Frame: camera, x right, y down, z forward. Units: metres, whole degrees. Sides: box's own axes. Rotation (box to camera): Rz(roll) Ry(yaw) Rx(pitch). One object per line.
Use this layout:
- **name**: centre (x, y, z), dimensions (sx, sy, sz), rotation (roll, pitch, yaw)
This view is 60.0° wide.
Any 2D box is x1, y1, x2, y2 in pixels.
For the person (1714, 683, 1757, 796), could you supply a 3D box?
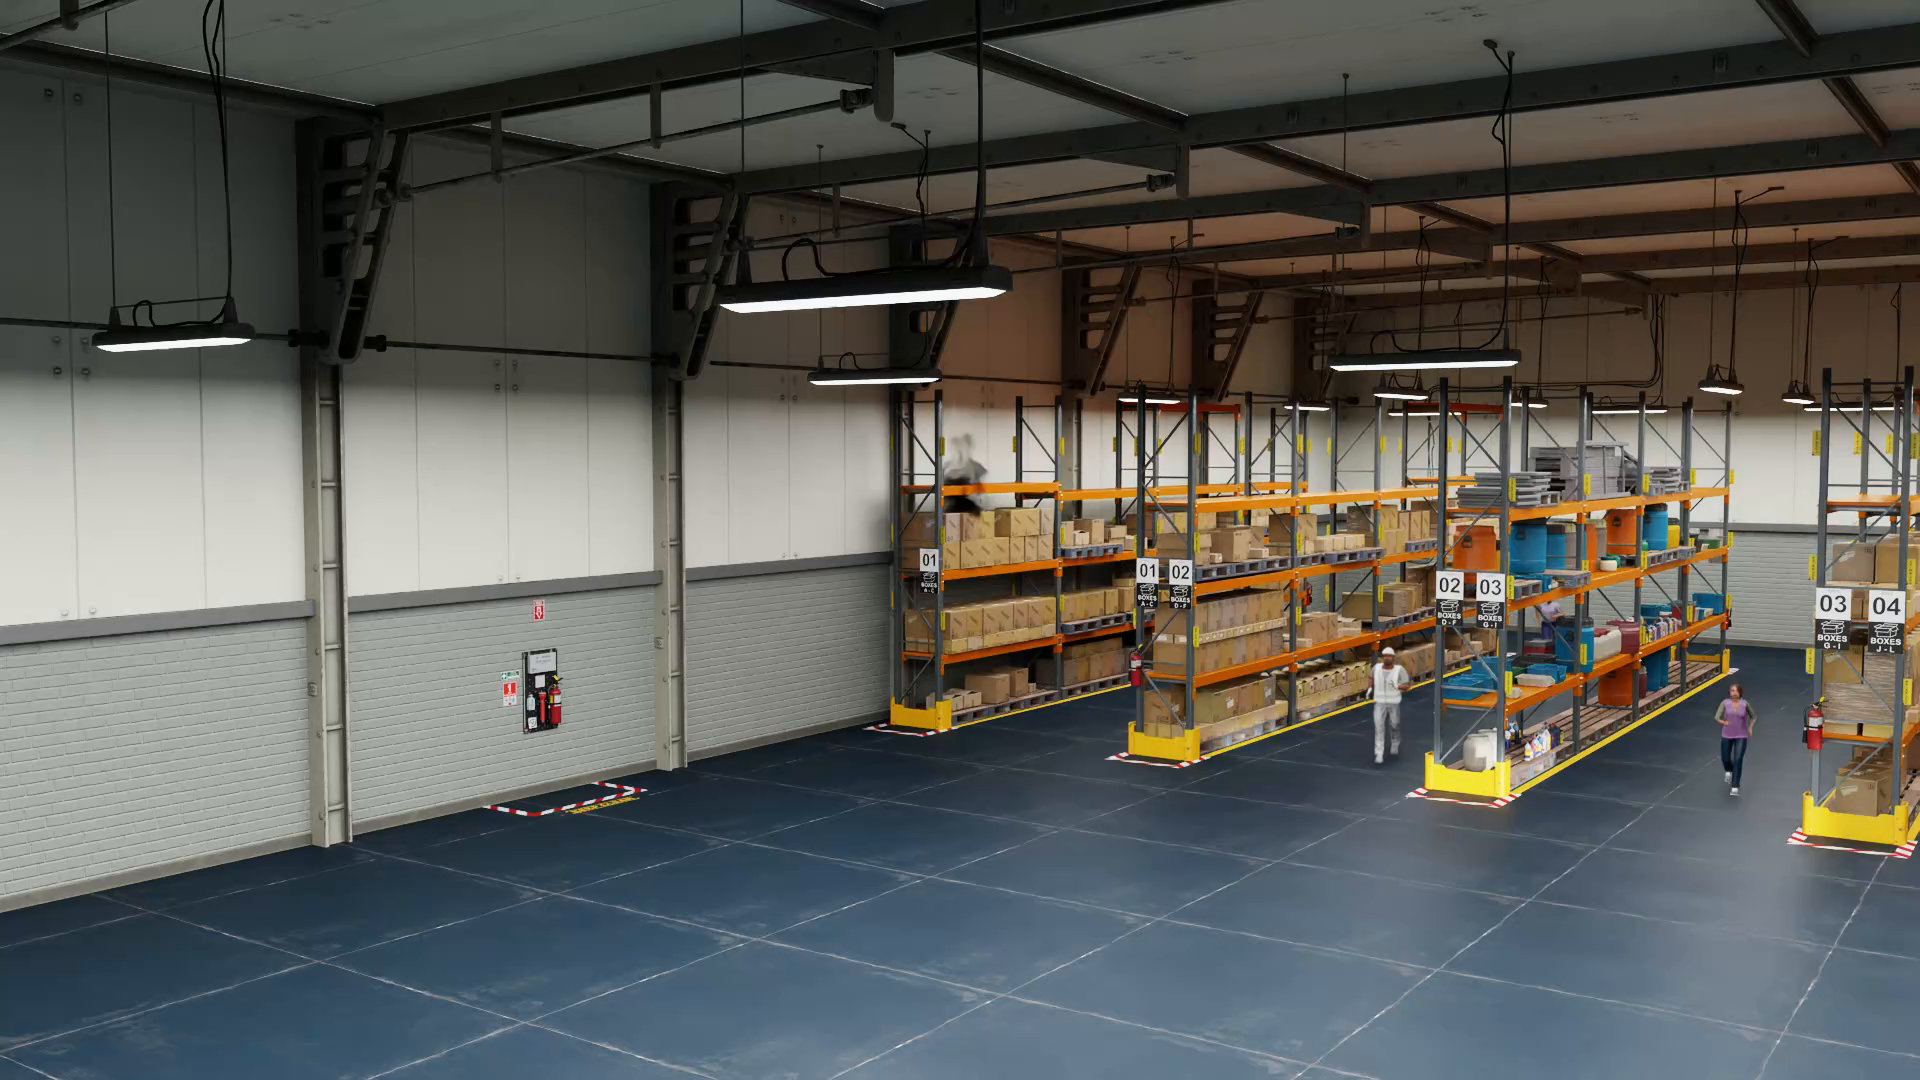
- **person**: centre (11.195, 2.857, 24.025), dimensions (0.552, 1.575, 0.819), rotation (2, 4, 28)

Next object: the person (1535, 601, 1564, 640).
- **person**: centre (13.560, 2.027, 38.287), dimensions (0.639, 1.677, 0.872), rotation (1, 4, 23)

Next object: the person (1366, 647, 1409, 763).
- **person**: centre (6.795, 2.591, 26.427), dimensions (0.680, 1.777, 0.988), rotation (1, 3, 21)
